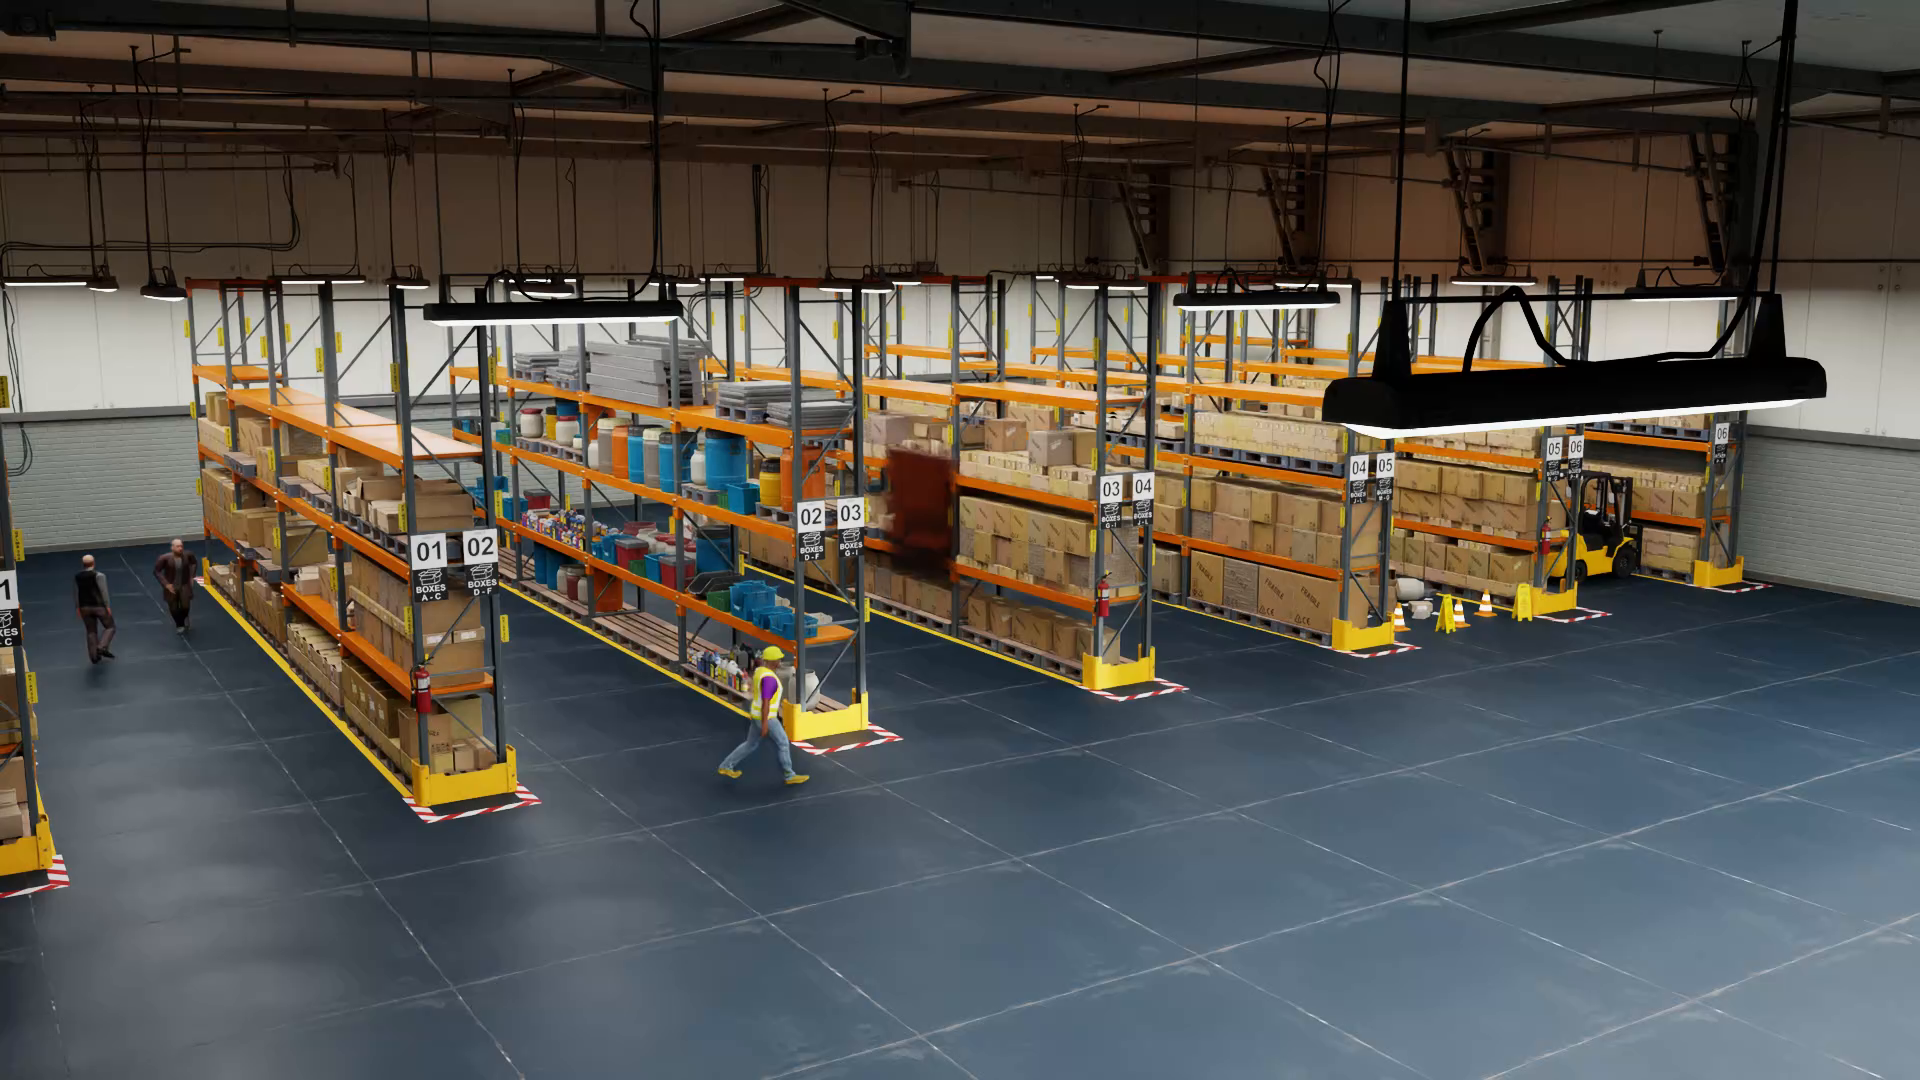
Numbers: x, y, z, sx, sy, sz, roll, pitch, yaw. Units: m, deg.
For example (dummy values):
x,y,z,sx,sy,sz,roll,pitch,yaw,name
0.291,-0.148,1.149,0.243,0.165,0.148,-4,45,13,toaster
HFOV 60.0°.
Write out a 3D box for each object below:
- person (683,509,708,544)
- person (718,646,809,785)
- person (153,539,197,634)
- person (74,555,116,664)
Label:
x,y,z,sx,sy,sz,roll,pitch,yaw,name
-5.557,-0.269,34.609,0.729,1.680,0.673,-4,10,-22,person
-2.402,2.137,20.188,1.098,1.713,0.589,-2,10,-12,person
-13.347,0.787,28.336,0.681,1.680,0.663,-4,10,-23,person
-13.722,1.097,26.305,0.565,1.716,0.490,-1,10,-5,person
